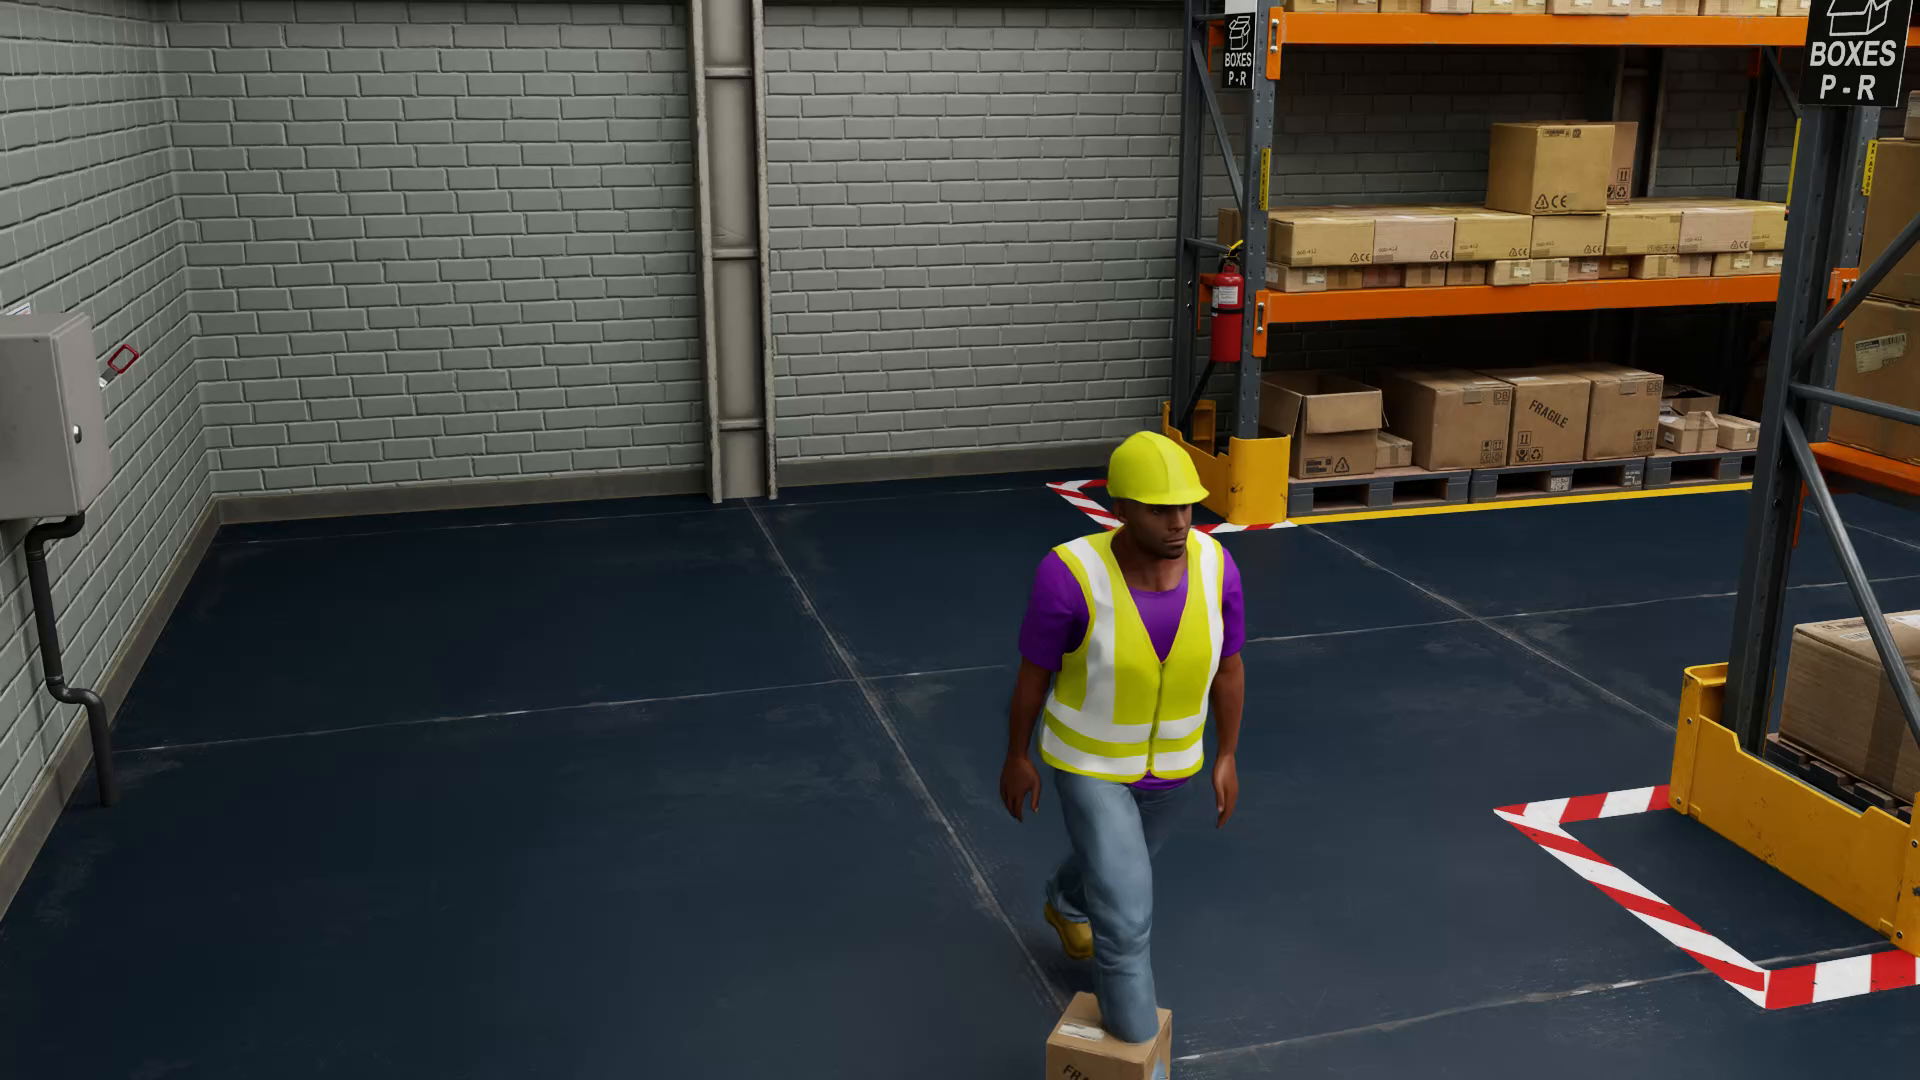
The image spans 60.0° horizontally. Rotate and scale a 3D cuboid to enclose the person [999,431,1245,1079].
[{"bbox_3d":[0.424,0.538,4.205,0.587,1.702,1.132,-6,17,-22],"label":"person"}]
